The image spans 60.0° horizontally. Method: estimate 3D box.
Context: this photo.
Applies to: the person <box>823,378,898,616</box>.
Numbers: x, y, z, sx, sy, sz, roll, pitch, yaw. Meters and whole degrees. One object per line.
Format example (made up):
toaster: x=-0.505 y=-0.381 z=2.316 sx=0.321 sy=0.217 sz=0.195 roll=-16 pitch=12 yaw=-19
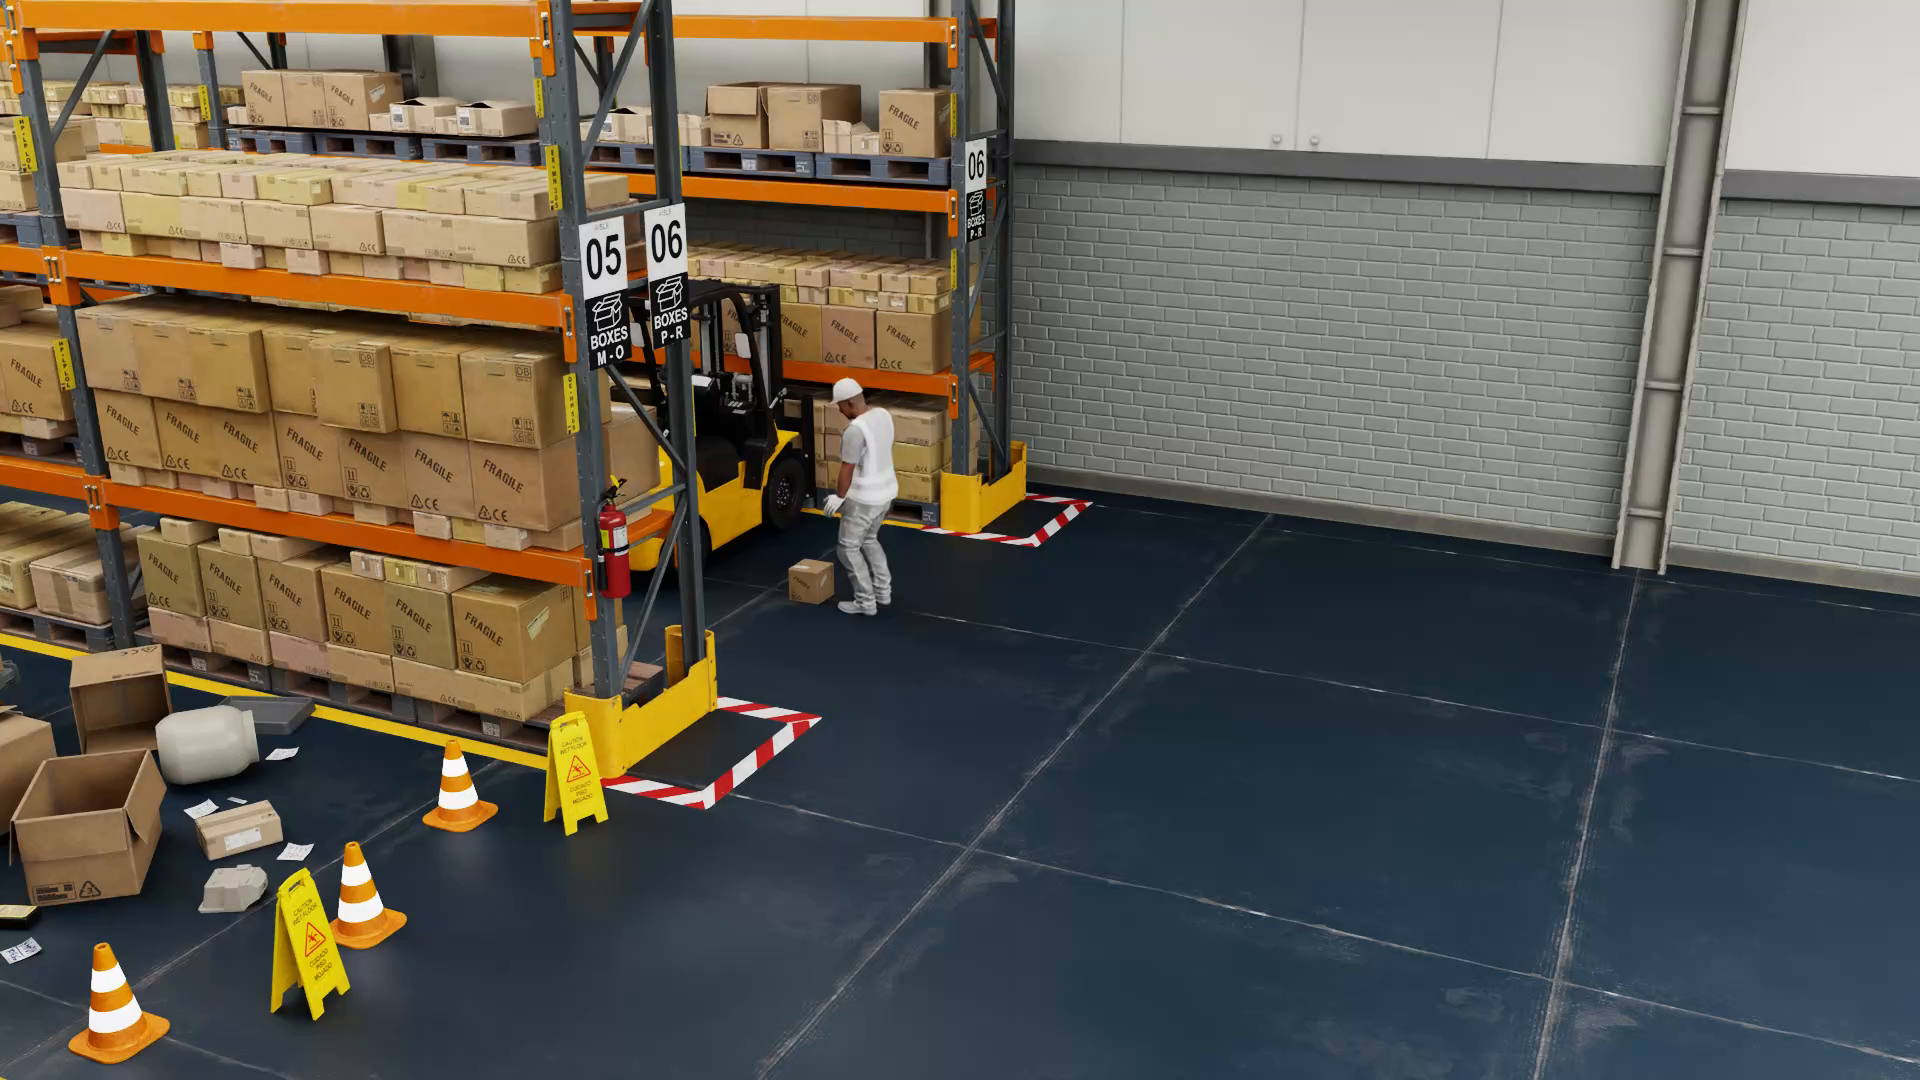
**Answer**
person: x=-0.712 y=-0.316 z=12.043 sx=0.458 sy=1.732 sz=0.573 roll=9 pitch=21 yaw=24
